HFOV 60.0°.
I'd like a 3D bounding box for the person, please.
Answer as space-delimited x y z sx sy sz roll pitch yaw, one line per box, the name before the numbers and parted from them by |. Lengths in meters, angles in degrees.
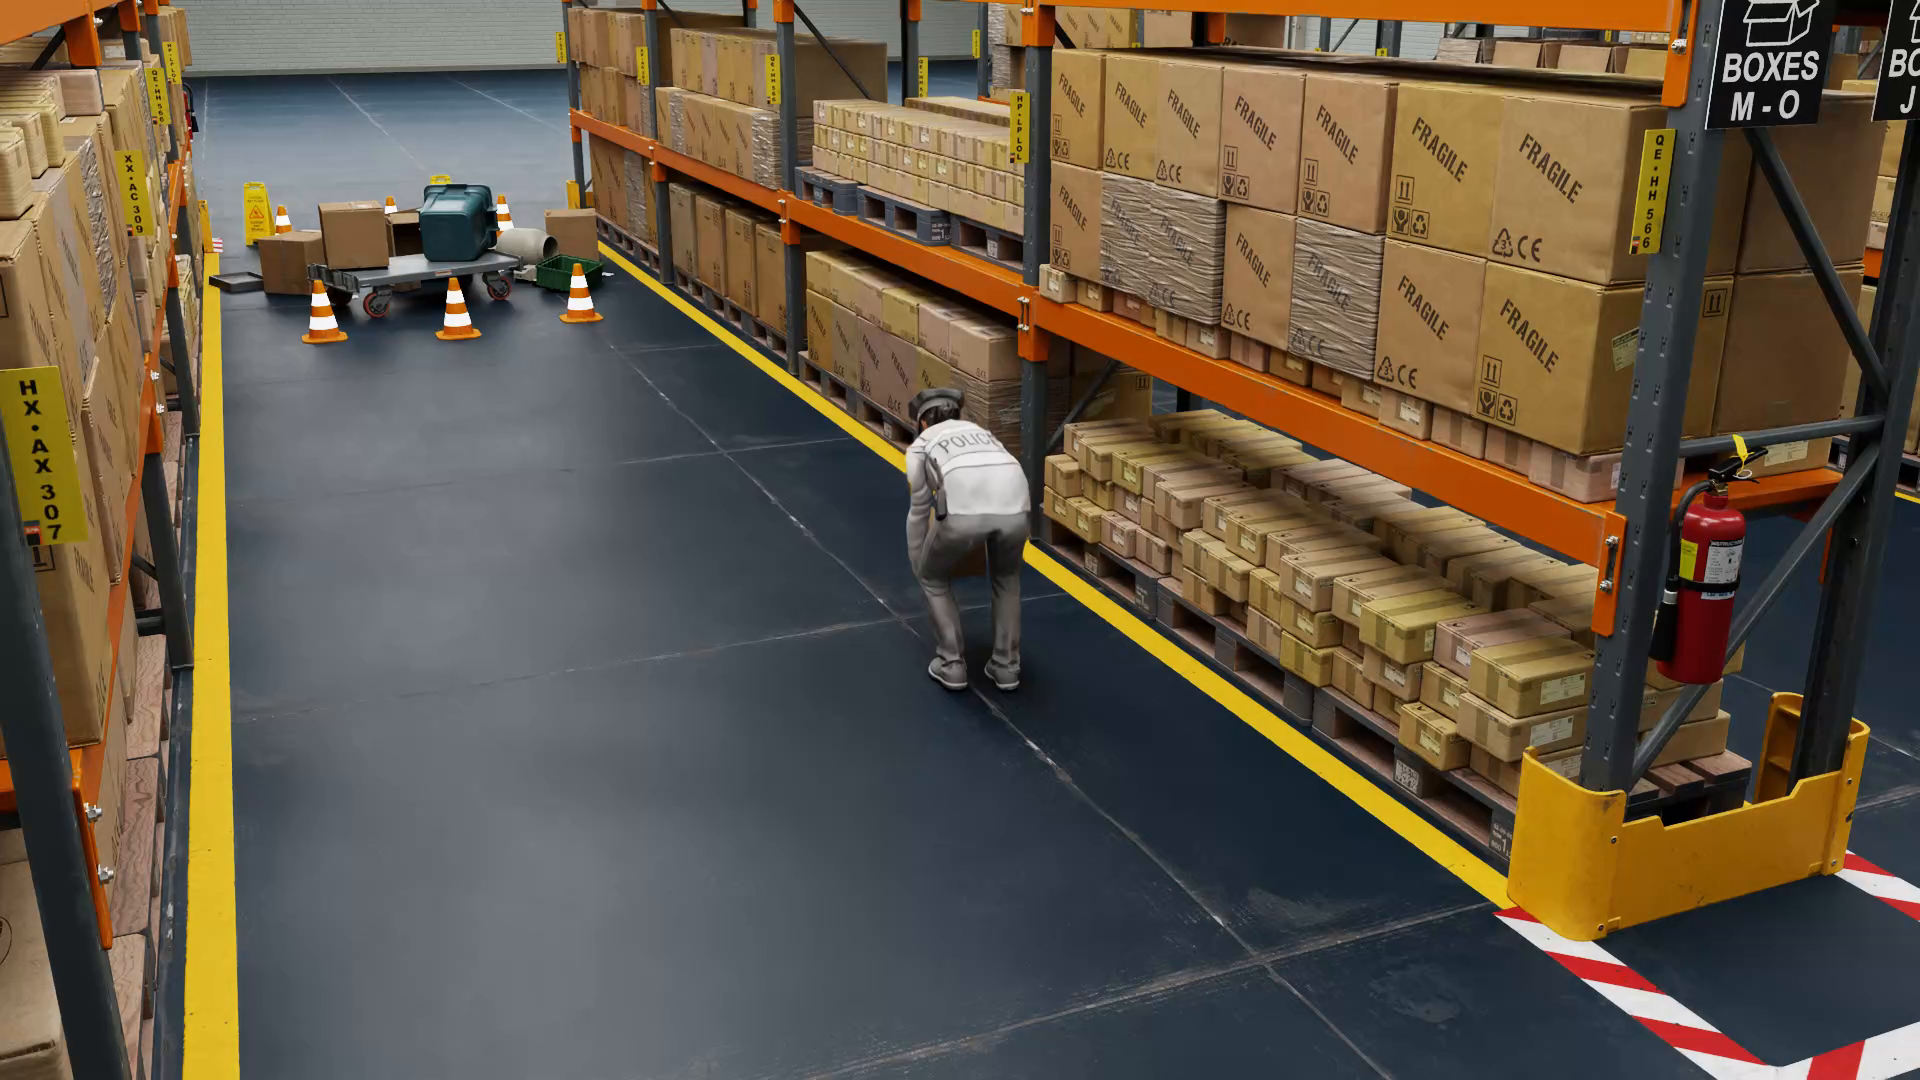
person | 0.011 -0.007 6.886 0.434 1.146 0.914 -5 20 -16
